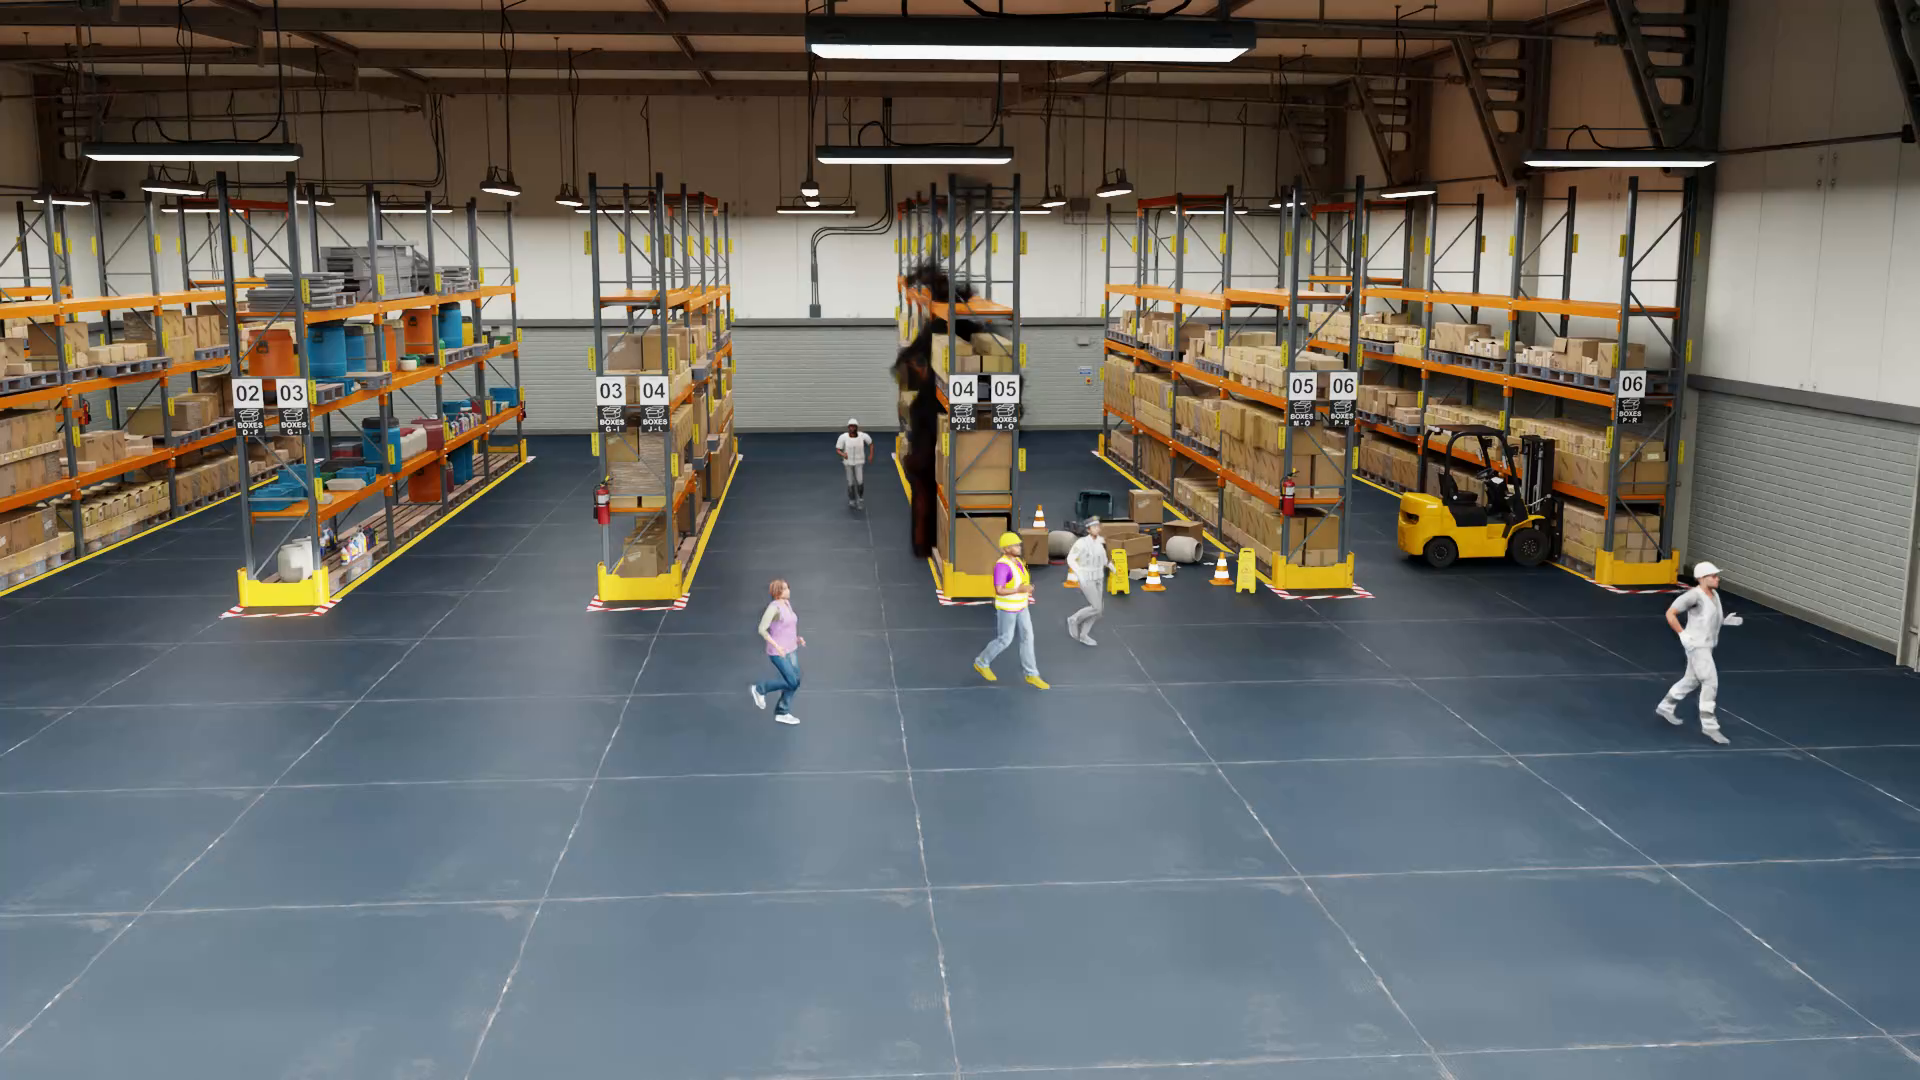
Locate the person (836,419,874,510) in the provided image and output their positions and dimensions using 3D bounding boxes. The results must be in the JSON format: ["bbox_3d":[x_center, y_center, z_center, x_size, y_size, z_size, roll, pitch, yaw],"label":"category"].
[{"bbox_3d":[-2.011,-1.435,31.838,0.734,1.780,0.684,-1,10,-3],"label":"person"}]

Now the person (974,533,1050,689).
[{"bbox_3d":[0.582,0.798,18.962,0.918,1.786,0.692,6,12,30],"label":"person"}]

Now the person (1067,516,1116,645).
[{"bbox_3d":[1.693,0.506,21.092,0.603,1.668,0.564,-10,14,-43],"label":"person"}]

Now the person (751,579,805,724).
[{"bbox_3d":[-1.933,1.176,17.620,0.546,1.558,0.542,4,11,20],"label":"person"}]

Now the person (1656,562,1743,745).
[{"bbox_3d":[7.609,1.121,17.114,0.831,1.822,0.653,10,14,44],"label":"person"}]
